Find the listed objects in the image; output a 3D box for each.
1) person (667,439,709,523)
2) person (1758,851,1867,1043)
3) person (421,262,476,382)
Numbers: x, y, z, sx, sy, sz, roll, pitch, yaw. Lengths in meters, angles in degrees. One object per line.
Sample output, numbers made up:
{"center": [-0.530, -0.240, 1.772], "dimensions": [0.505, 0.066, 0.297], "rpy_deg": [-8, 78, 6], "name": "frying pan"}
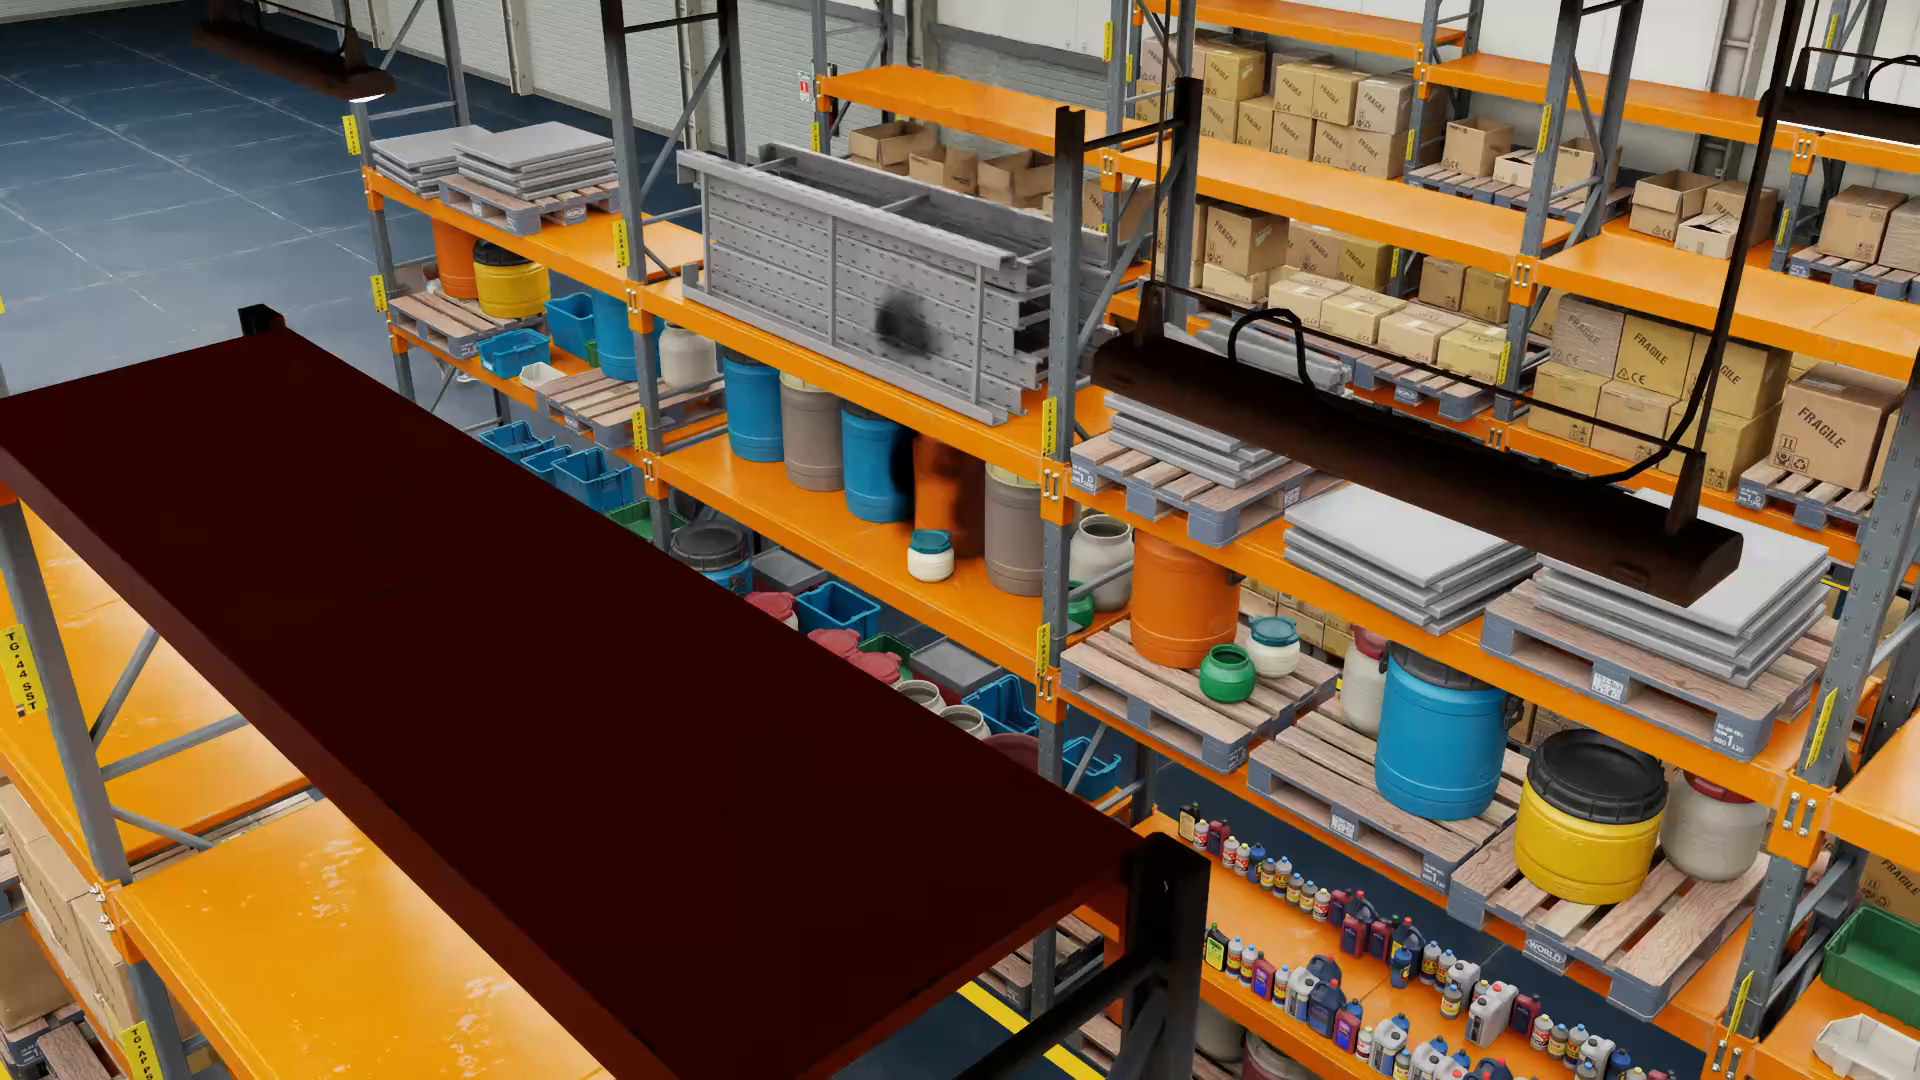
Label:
{"center": [-2.546, -0.429, 15.963], "dimensions": [0.593, 1.646, 0.763], "rpy_deg": [-20, 34, -33], "name": "person"}
{"center": [5.019, 2.622, 10.094], "dimensions": [0.801, 1.841, 0.682], "rpy_deg": [23, 36, 37], "name": "person"}
{"center": [-6.234, -2.594, 20.025], "dimensions": [0.688, 1.578, 0.523], "rpy_deg": [-5, 29, -10], "name": "person"}
